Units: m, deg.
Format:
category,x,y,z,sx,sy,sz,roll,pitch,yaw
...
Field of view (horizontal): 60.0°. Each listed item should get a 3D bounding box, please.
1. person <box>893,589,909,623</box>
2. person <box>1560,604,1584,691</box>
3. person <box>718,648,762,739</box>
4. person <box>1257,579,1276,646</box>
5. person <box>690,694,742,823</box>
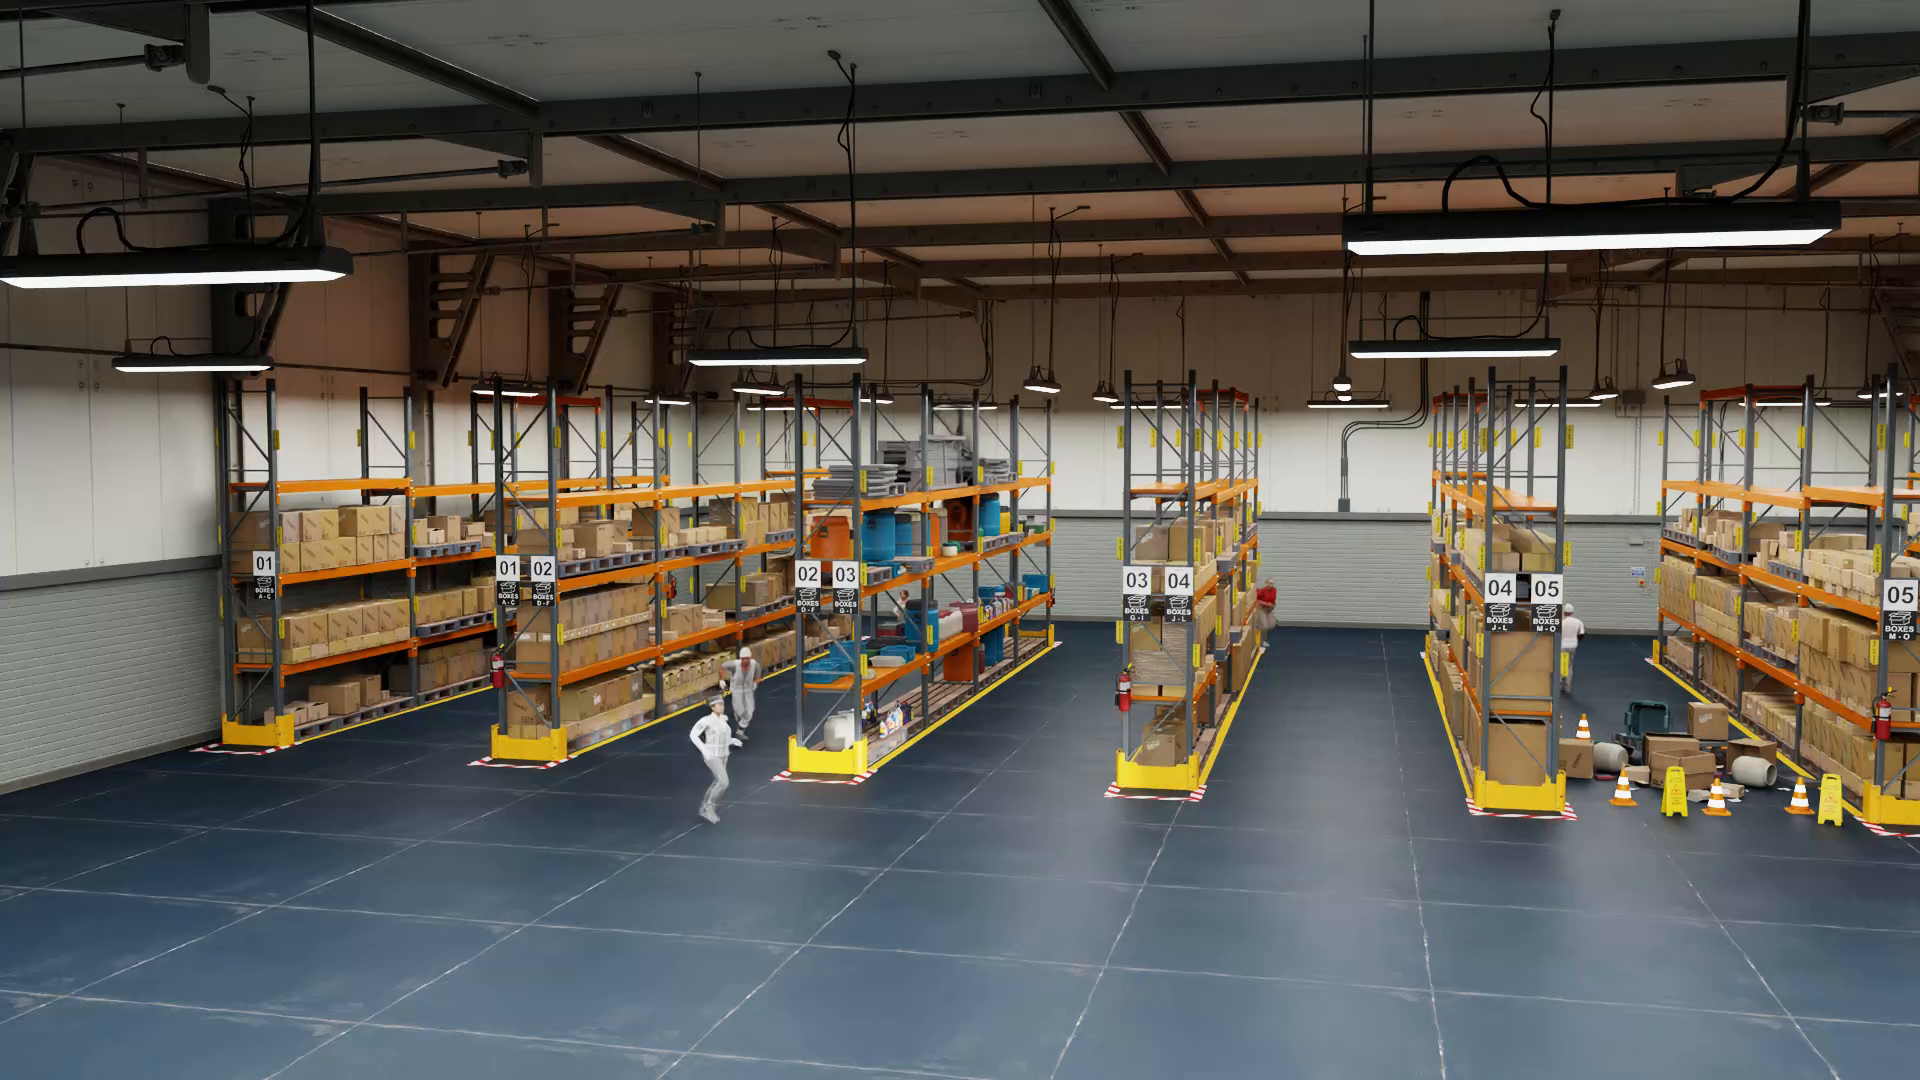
category,x,y,z,sx,sy,sz,roll,pitch,yaw
person,-1.260,1.934,37.942,0.547,1.614,0.804,1,4,16
person,12.037,2.147,33.053,0.671,1.777,0.707,1,3,10
person,-3.647,2.557,27.603,0.693,1.590,0.828,-1,4,-18
person,7.448,1.770,40.440,0.632,1.679,0.738,-1,4,-21
person,-3.171,2.857,21.788,0.650,1.689,0.588,2,4,31
